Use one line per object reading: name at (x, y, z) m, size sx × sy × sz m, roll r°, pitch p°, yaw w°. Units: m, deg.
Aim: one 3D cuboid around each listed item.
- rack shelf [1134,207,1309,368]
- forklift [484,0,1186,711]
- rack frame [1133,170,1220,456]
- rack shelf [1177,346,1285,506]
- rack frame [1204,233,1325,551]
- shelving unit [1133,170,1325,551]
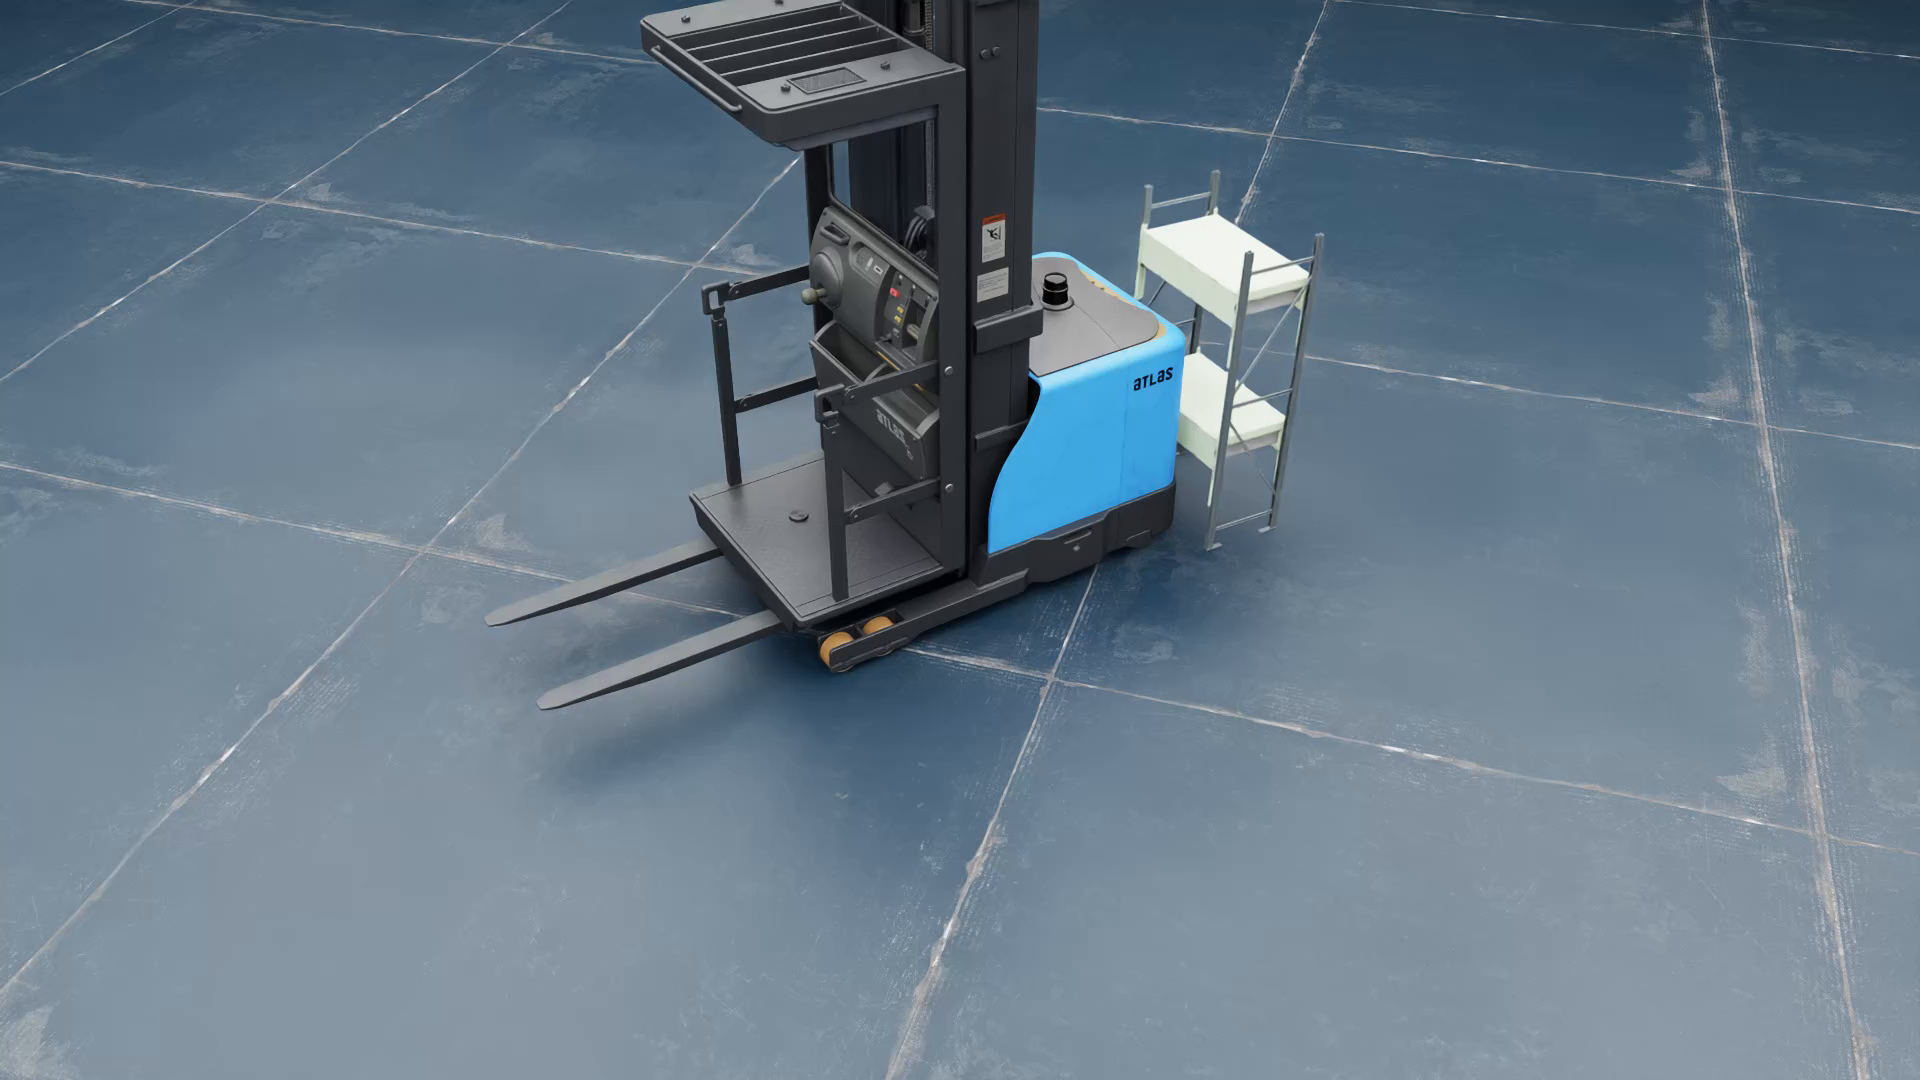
rack shelf at (1.157, -1.124, 7.342) m, size 0.431 × 0.370 × 0.720 m, roll -17°, pitch 40°, yaw -24°
forklift at (-0.529, -0.984, 6.614) m, size 3.031 × 2.935 × 1.130 m, roll -20°, pitch 41°, yaw -25°
rack frame at (0.969, -0.996, 7.827) m, size 0.400 × 1.500 × 0.023 m, roll -17°, pitch 40°, yaw -24°
rack shelf at (1.138, -0.541, 7.758) m, size 0.431 × 0.370 × 0.720 m, roll -17°, pitch 40°, yaw -24°
rack frame at (1.325, -0.617, 7.311) m, size 0.400 × 1.500 × 0.023 m, roll -17°, pitch 40°, yaw -24°
shelving unit at (1.147, -0.807, 7.569) m, size 0.431 × 1.500 × 0.755 m, roll -17°, pitch 40°, yaw -24°
